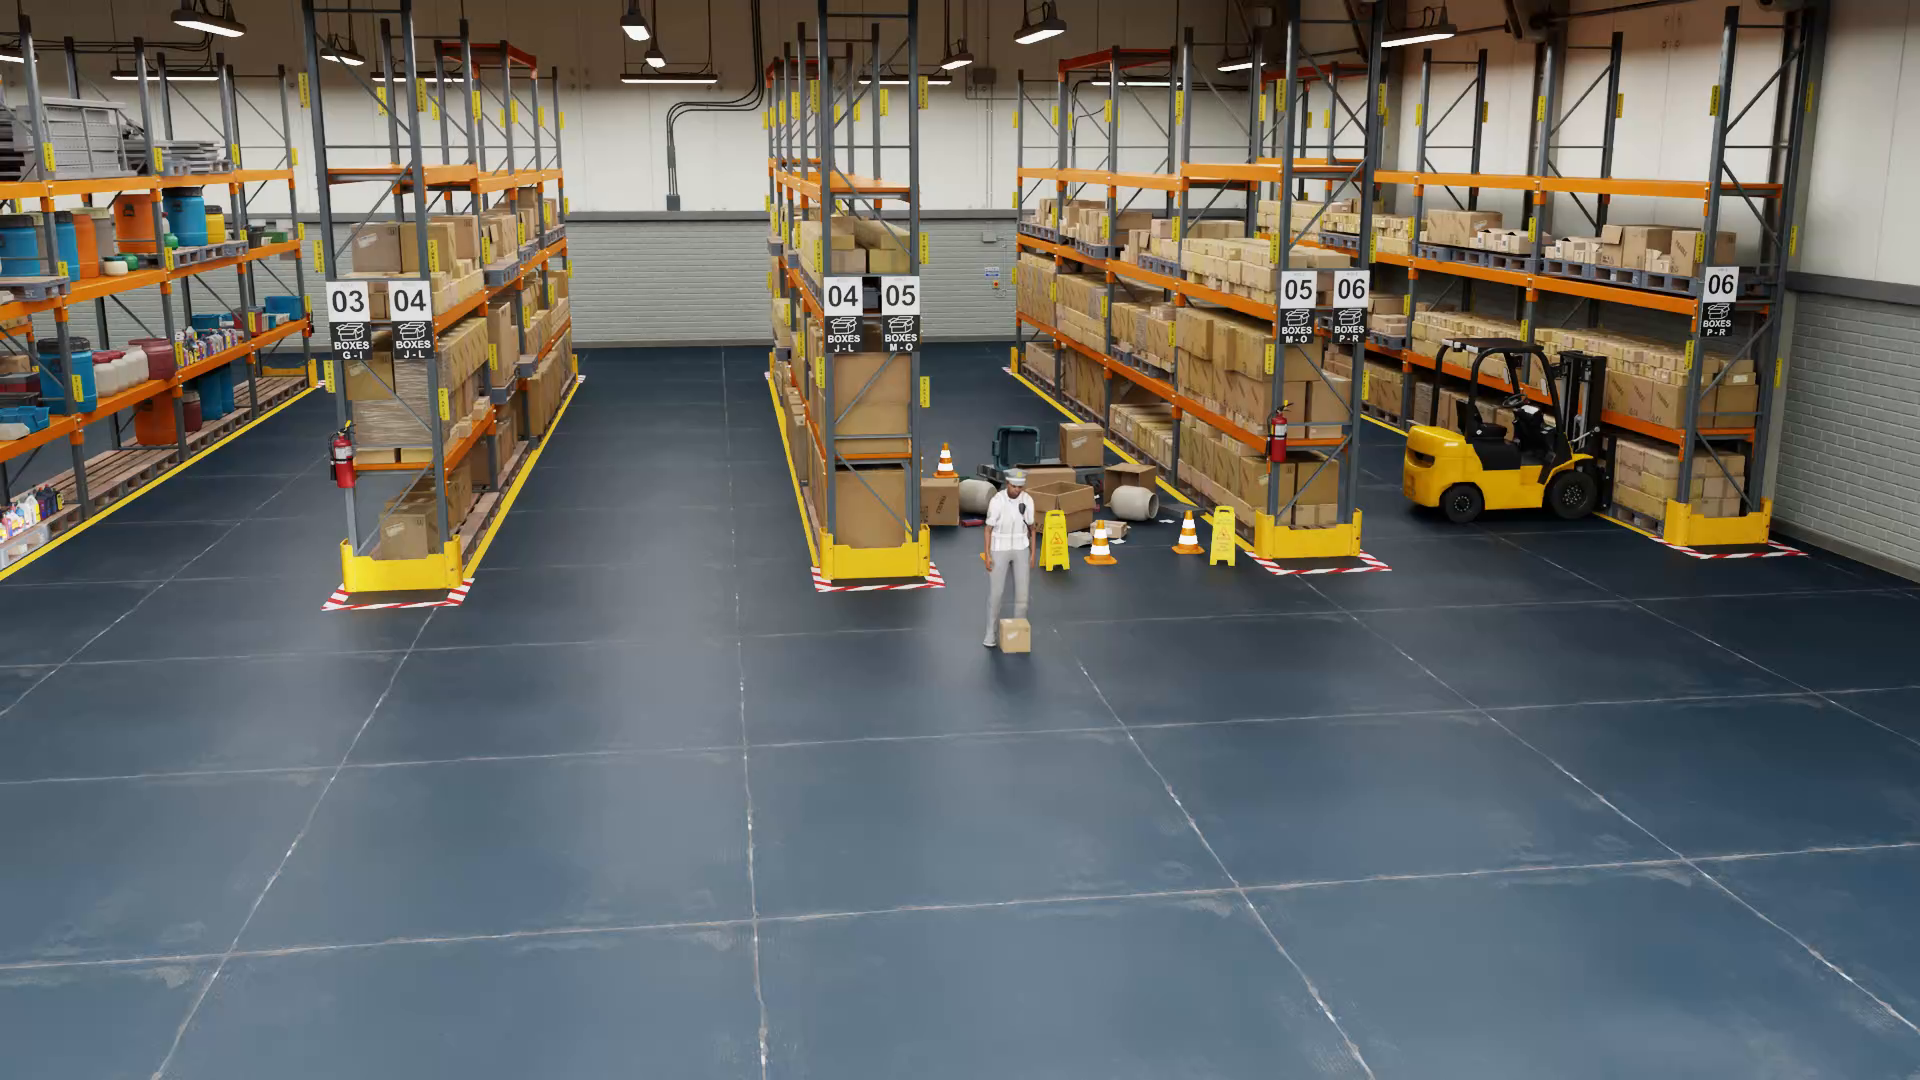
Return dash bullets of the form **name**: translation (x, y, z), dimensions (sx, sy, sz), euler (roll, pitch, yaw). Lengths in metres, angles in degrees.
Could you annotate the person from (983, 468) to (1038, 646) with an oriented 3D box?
- **person**: translation (0.463, 0.141, 15.384), dimensions (0.532, 1.662, 0.394), euler (-3, 14, -11)
